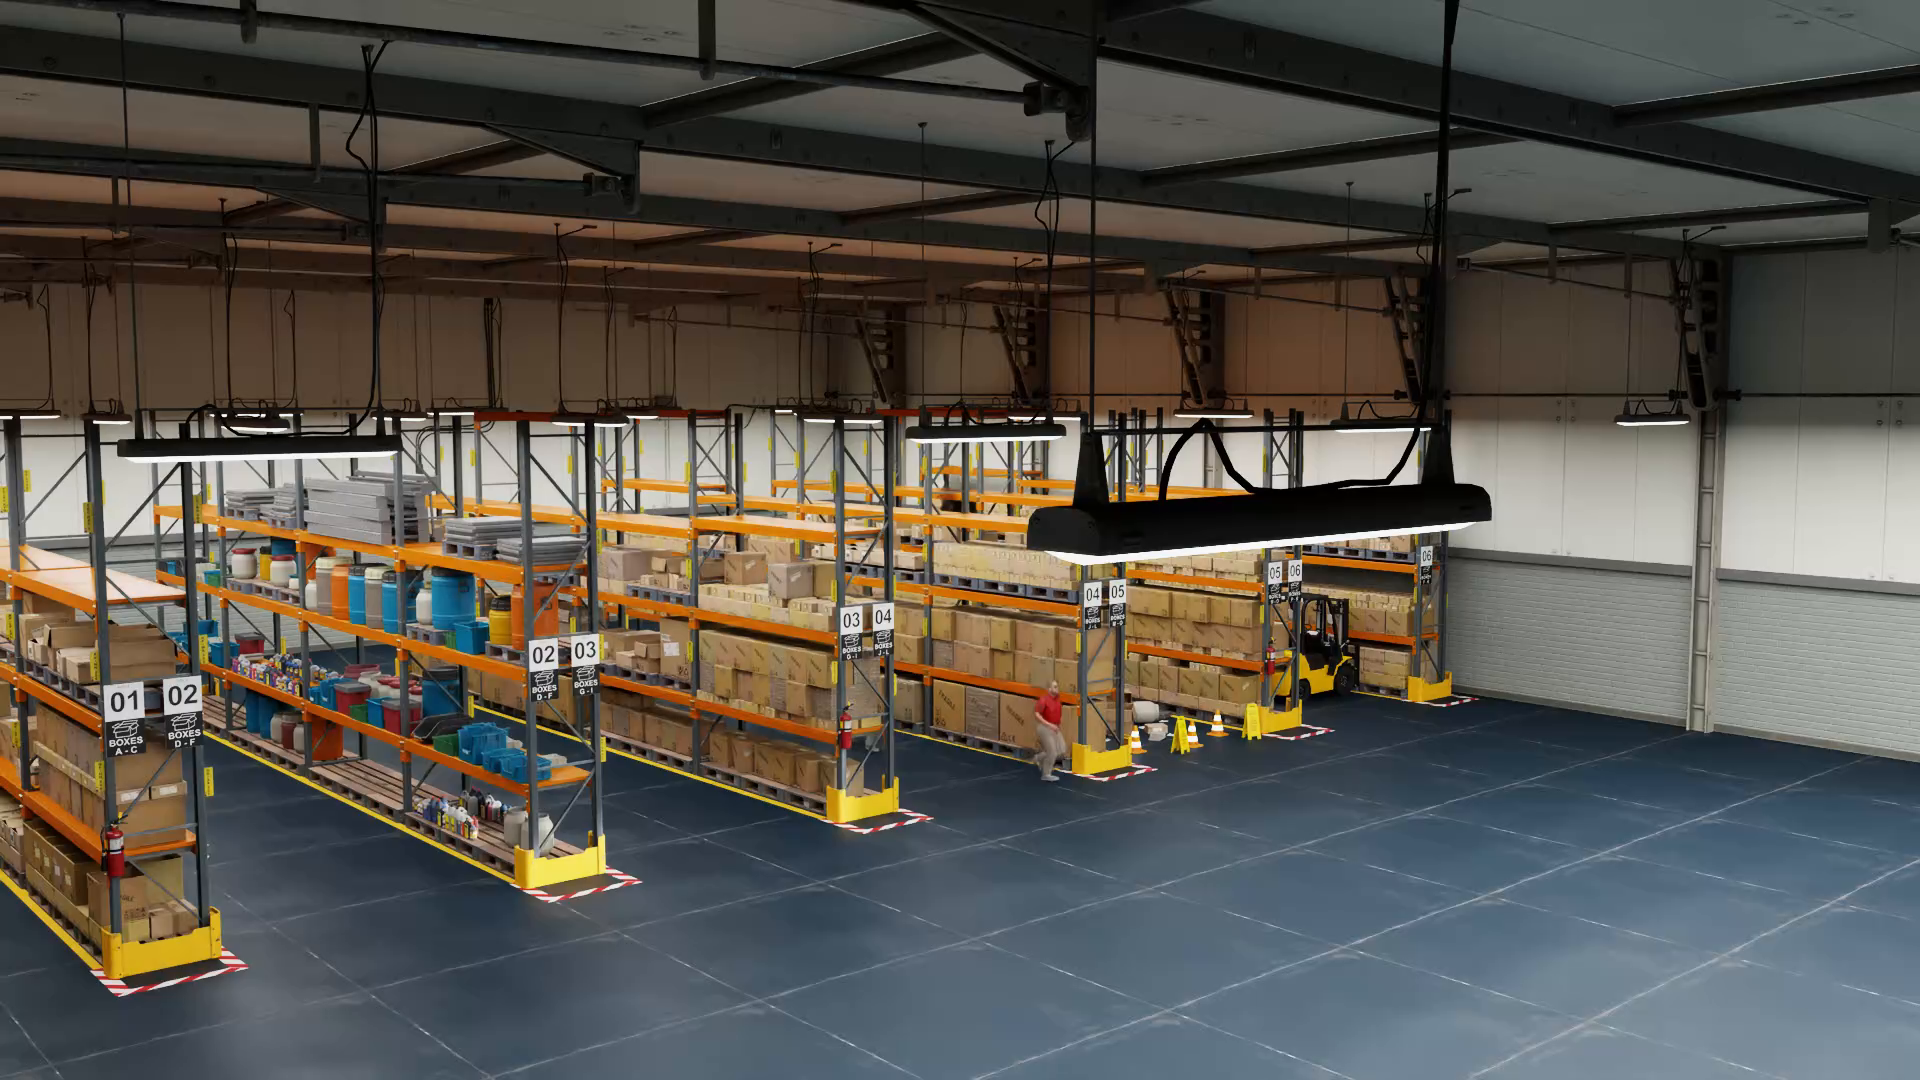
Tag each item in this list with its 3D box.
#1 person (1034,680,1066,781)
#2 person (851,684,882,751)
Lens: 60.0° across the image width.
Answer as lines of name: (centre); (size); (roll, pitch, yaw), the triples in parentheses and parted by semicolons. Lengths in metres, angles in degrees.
person: (1.451, 3.109, 27.146); (0.632, 1.674, 0.691); (4, 6, 37)
person: (-1.681, 2.922, 29.583); (0.557, 1.657, 0.582); (3, 6, 29)
